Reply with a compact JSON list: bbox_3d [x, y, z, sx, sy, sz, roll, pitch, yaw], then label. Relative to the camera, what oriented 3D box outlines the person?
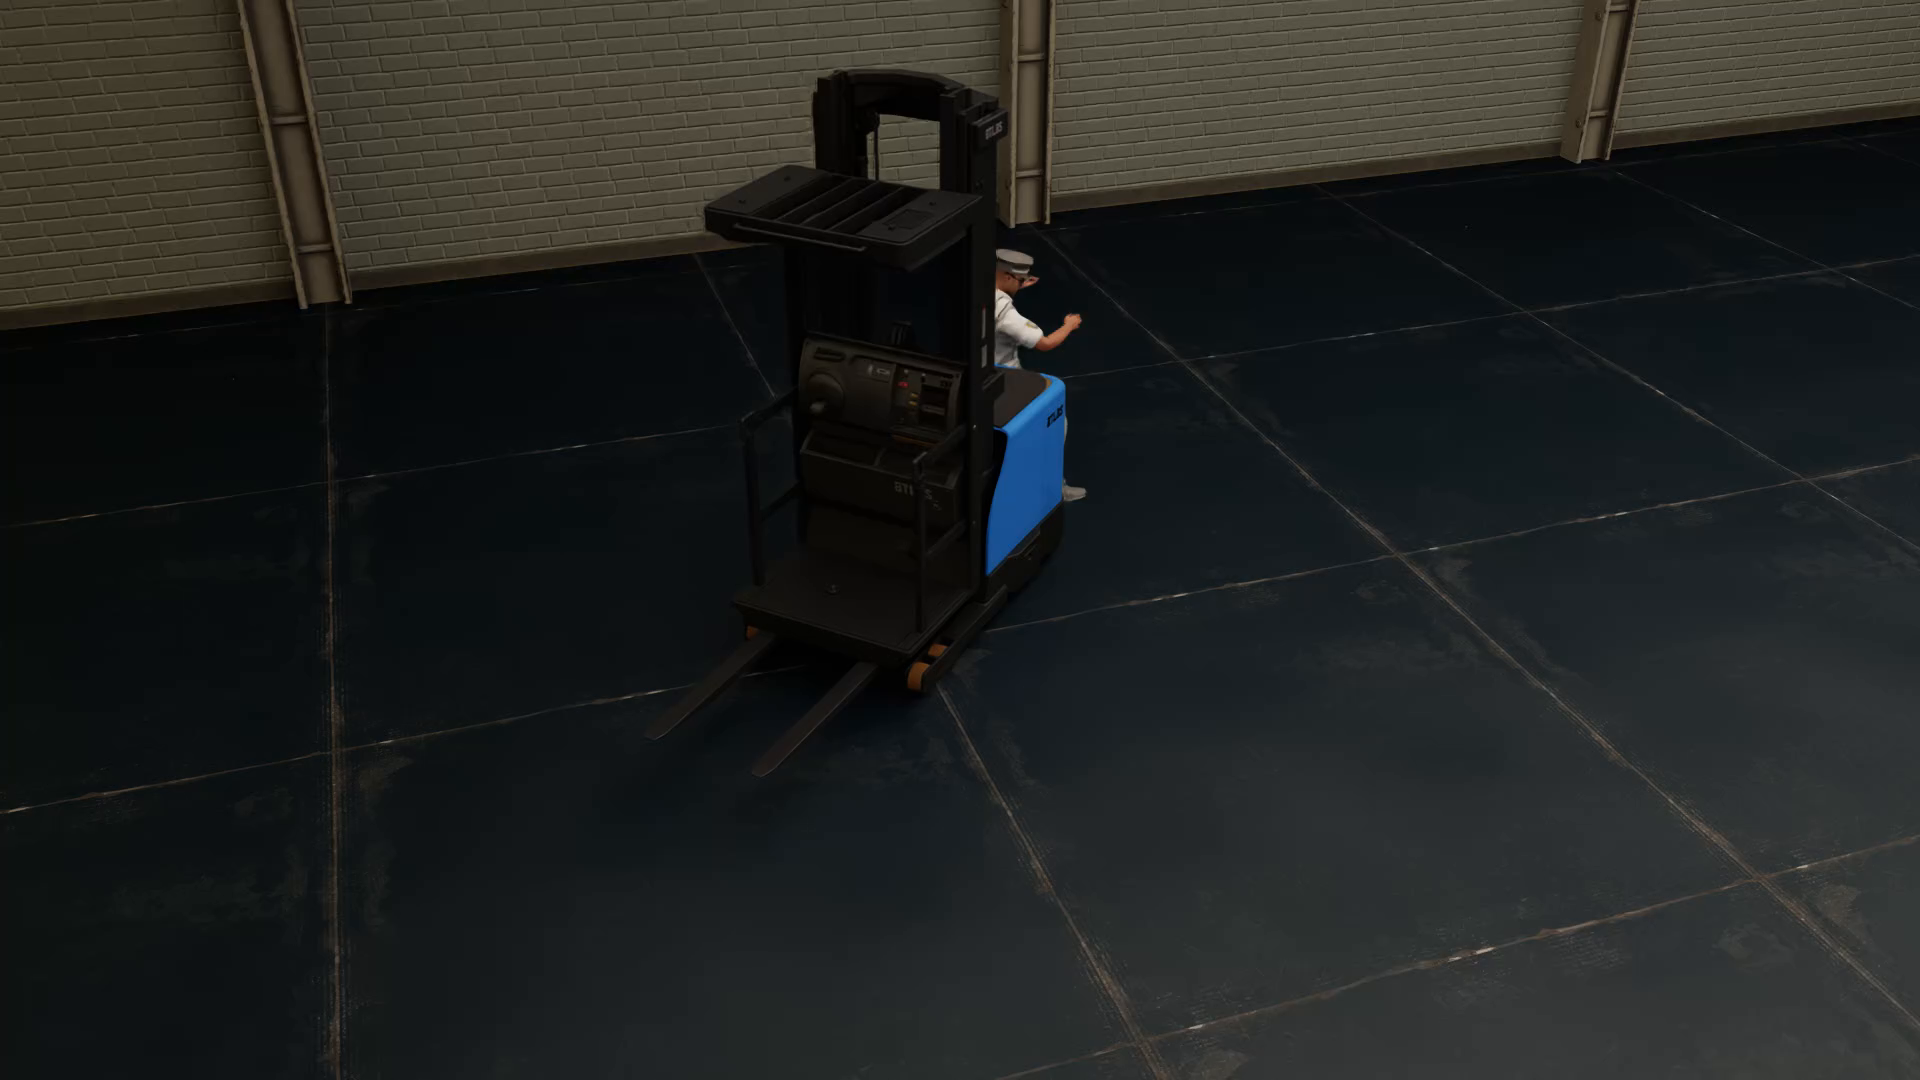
[{"bbox_3d":[0.373,-1.100,10.449,0.765,1.526,1.019,-11,32,-19],"label":"person"}]

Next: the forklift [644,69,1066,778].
[{"bbox_3d":[-0.512,-0.726,8.349,1.130,2.935,3.031,15,33,24],"label":"forklift"}]
